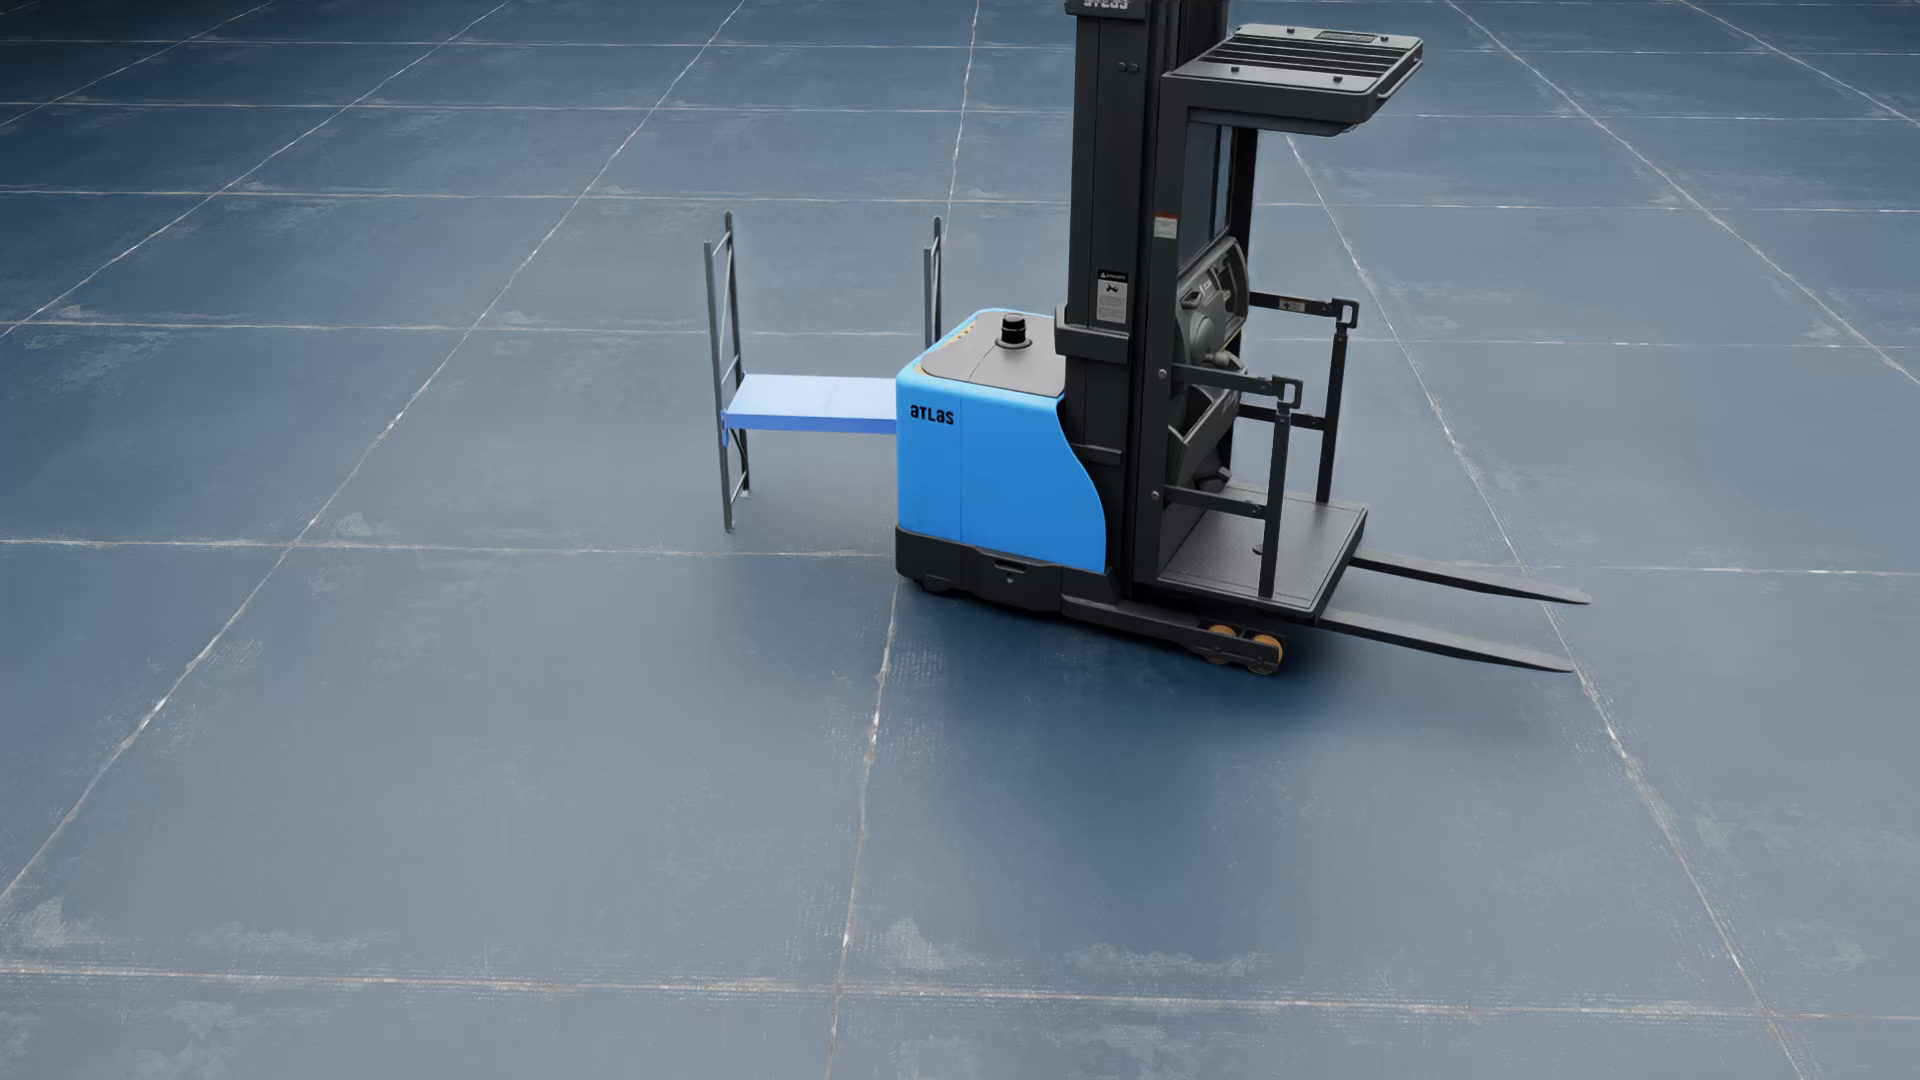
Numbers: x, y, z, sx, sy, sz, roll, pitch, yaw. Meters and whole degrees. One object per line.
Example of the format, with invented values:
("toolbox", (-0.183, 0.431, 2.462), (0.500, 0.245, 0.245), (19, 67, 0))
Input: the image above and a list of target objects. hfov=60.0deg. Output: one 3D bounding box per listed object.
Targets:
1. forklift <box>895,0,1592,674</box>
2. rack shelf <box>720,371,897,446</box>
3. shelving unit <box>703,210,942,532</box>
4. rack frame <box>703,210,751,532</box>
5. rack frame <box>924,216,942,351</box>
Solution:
("forklift", (1.258, -1.001, 7.009), (3.031, 2.935, 1.130), (12, 30, 22))
("rack shelf", (-0.634, -0.638, 8.237), (1.000, 0.185, 0.538), (2, 28, 4))
("shelving unit", (-0.634, -0.797, 8.153), (1.048, 1.500, 0.538), (2, 28, 4))
("rack frame", (-1.140, -0.818, 8.191), (0.032, 1.500, 0.500), (2, 28, 4))
("rack frame", (-0.127, -0.777, 8.115), (0.032, 1.500, 0.500), (2, 28, 4))
